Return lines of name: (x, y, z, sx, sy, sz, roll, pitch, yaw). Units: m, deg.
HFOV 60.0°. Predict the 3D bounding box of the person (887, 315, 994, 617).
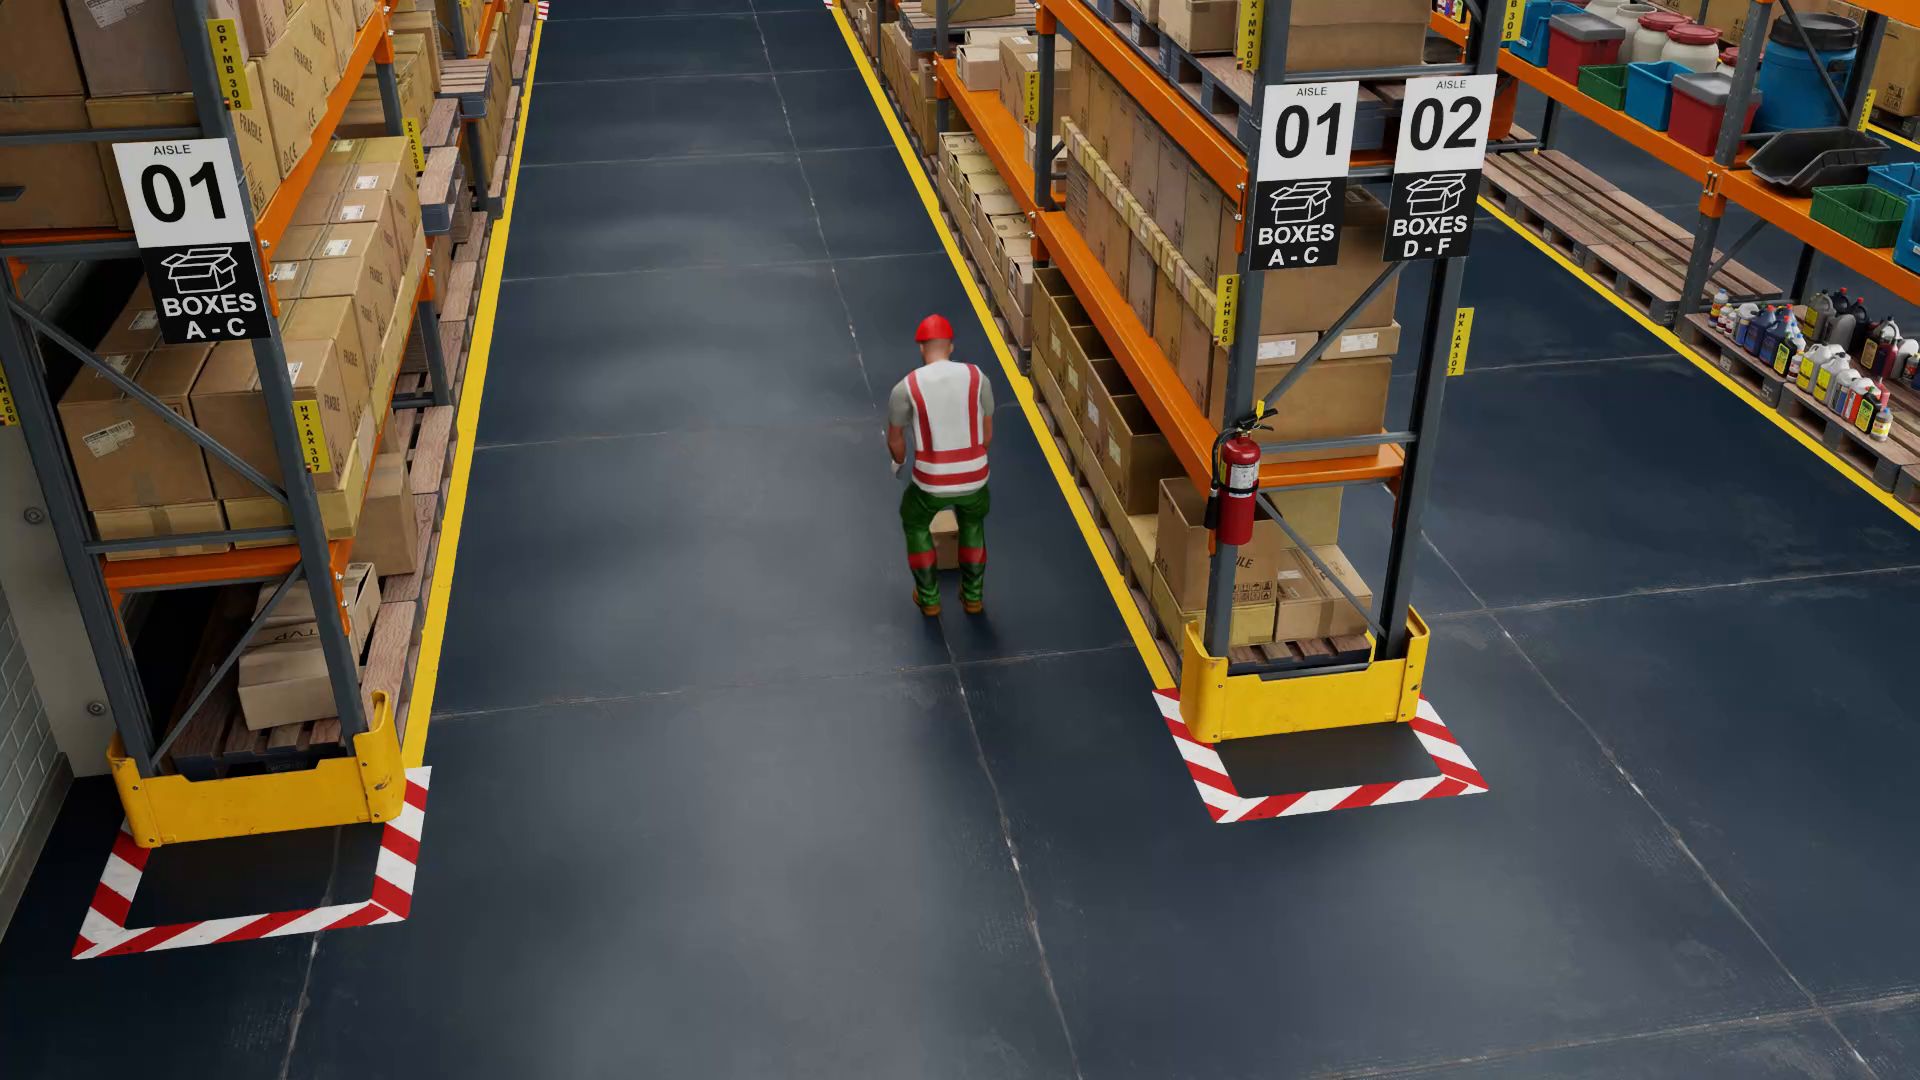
person: (-0.103, -0.376, 8.898, 0.562, 1.647, 0.580, -5, 31, -8)
